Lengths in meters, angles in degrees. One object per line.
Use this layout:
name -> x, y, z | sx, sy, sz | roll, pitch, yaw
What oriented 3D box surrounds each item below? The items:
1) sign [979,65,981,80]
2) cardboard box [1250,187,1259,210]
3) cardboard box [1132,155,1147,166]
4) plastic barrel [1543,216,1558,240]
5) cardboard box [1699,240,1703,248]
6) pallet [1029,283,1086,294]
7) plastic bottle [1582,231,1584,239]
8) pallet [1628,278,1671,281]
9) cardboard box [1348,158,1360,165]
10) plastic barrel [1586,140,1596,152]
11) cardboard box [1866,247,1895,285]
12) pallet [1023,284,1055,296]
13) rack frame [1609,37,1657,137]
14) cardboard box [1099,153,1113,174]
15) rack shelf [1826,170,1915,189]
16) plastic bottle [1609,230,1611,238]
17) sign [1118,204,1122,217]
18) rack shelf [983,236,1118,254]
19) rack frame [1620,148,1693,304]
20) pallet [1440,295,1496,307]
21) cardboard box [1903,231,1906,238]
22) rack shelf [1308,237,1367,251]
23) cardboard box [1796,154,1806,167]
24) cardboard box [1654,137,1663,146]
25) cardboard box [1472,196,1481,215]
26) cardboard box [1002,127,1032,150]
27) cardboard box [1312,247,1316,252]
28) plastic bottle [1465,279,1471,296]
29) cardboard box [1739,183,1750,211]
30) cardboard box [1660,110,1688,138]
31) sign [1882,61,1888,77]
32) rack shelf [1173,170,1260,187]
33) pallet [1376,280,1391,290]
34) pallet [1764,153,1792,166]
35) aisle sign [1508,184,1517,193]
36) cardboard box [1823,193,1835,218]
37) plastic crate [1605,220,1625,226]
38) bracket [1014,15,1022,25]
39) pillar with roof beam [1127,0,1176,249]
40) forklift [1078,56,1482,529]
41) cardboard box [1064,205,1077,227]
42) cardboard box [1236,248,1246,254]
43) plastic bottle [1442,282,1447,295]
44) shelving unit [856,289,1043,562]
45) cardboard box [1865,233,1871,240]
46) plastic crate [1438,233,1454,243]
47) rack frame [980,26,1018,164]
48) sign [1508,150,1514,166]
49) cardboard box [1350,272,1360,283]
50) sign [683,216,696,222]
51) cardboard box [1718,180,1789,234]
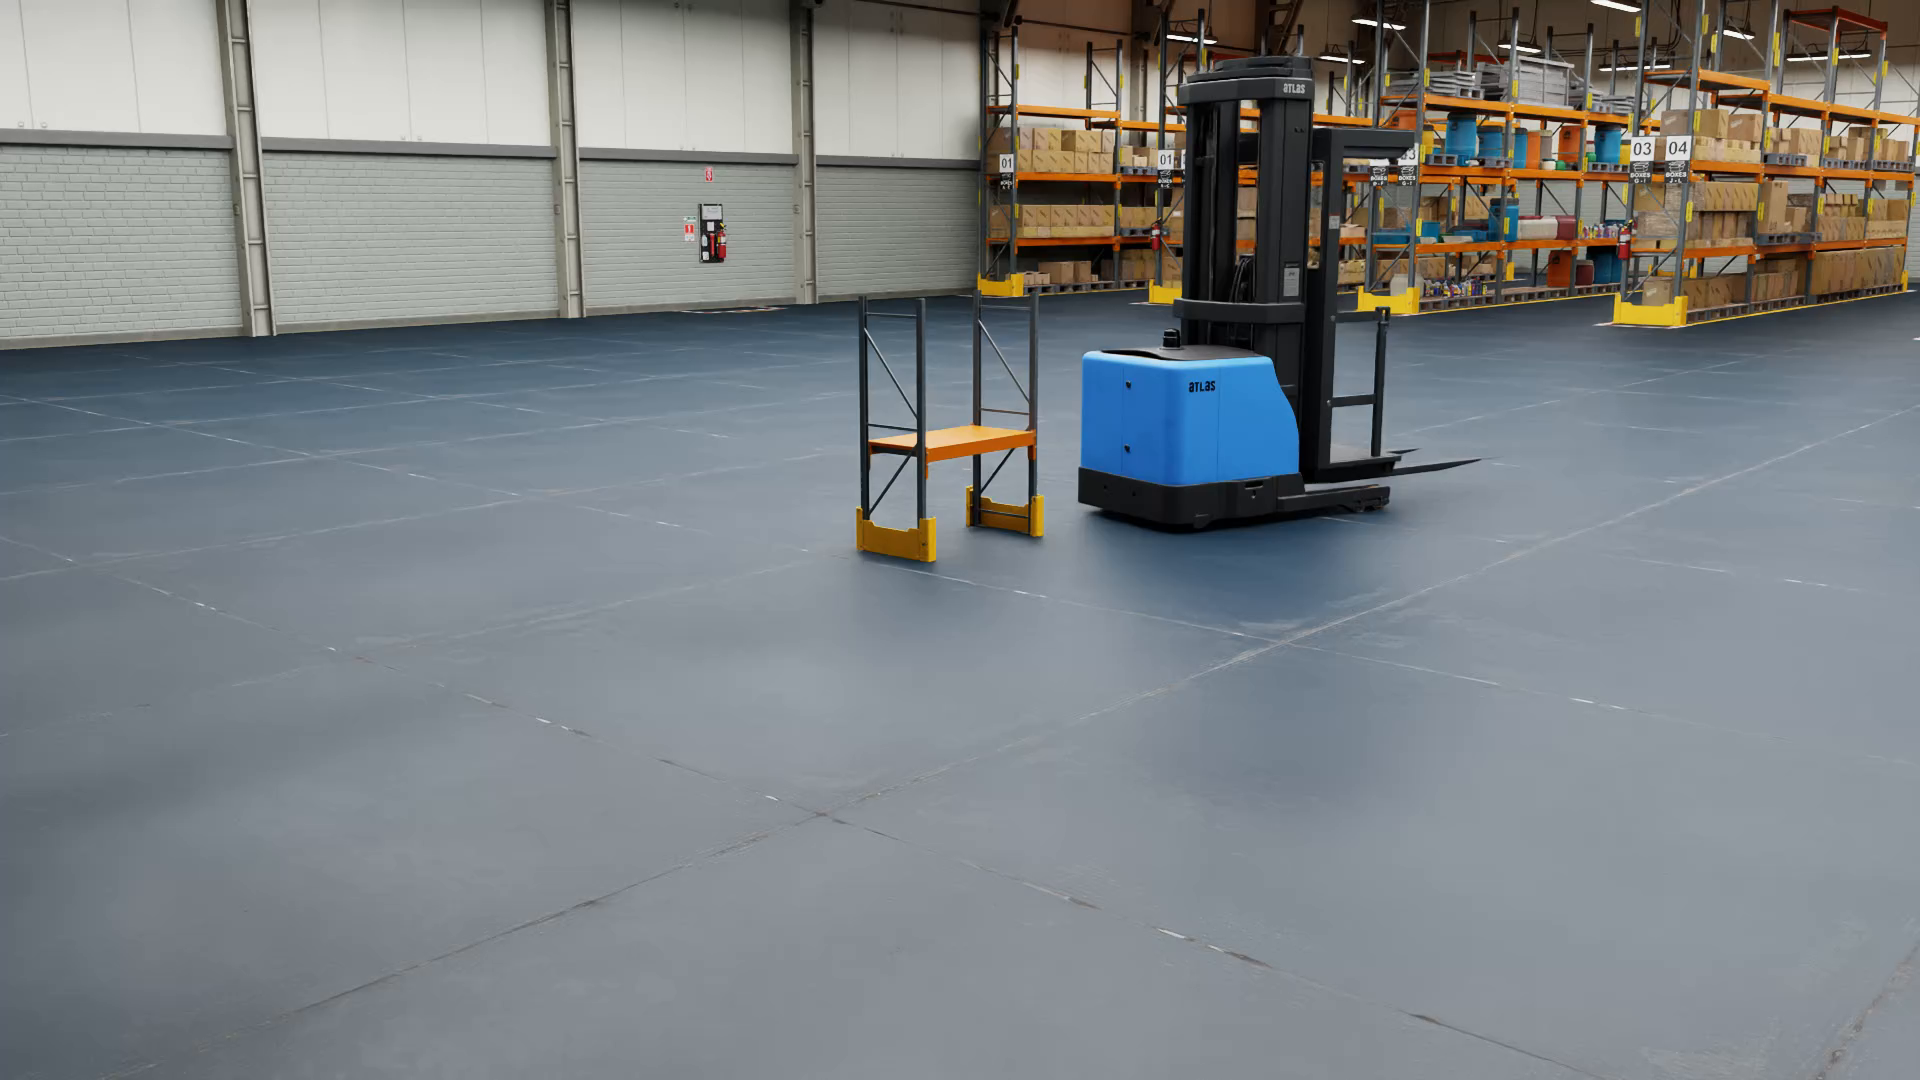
sign -> 0.481, -10.725, 38.146 | 0.100, 0.325, 0.005 | 10, 15, 40
cardboard box -> 6.297, -7.593, 37.000 | 0.700, 0.500, 0.500 | 10, 15, 40
cardboard box -> 4.353, -9.556, 41.892 | 0.500, 0.311, 0.500 | 10, 15, 42
plastic barrel -> 13.089, -6.945, 37.040 | 0.421, 0.512, 0.421 | 0, 11, 0
cardboard box -> 12.920, -5.248, 29.471 | 0.380, 0.149, 0.250 | 10, 15, 40
pallet -> 2.303, -6.110, 40.266 | 1.003, 0.211, 1.213 | 10, 15, 40
plastic bottle -> 14.297, -7.022, 38.215 | 0.097, 0.201, 0.097 | 0, 11, 0
pallet -> 17.510, -6.584, 42.636 | 1.003, 0.211, 1.213 | 10, 15, 40
cardboard box -> 9.300, -9.160, 40.067 | 0.500, 0.250, 0.500 | 10, 15, 42
plastic barrel -> 14.665, -9.093, 39.002 | 0.433, 0.535, 0.433 | 0, 11, 0
cardboard box -> 21.646, -6.532, 39.607 | 0.875, 0.875, 0.875 | 10, 15, 40
pallet -> 1.498, -5.932, 39.371 | 1.003, 0.211, 1.213 | 10, 15, 40
rack frame -> 16.248, -10.600, 40.305 | 1.000, 3.000, 0.127 | 10, 15, 40
cardboard box -> 3.376, -9.185, 40.574 | 0.500, 0.500, 0.500 | 10, 15, 42
rack shelf -> 21.289, -8.430, 38.937 | 1.077, 0.370, 4.000 | 10, 15, 40
plastic bottle -> 15.359, -7.258, 39.399 | 0.097, 0.201, 0.097 | 0, 11, 0
sign -> 3.938, -8.117, 40.983 | 0.100, 0.325, 0.005 | 10, 15, 40
rack shelf -> 2.205, -7.115, 40.010 | 1.077, 0.370, 4.000 | 10, 15, 40
rack frame -> 12.047, -5.252, 28.847 | 1.000, 3.000, 0.127 | 10, 15, 40
pallet -> 10.493, -5.020, 34.805 | 1.003, 0.211, 1.213 | 10, 15, 40
cardboard box -> 22.621, -7.388, 40.182 | 0.380, 0.149, 0.250 | 10, 15, 41
rack shelf -> 8.569, -7.063, 39.753 | 1.077, 0.370, 4.000 | 10, 15, 40
cardboard box -> 16.548, -7.576, 33.210 | 0.500, 0.250, 0.500 | 10, 15, 42
cardboard box -> 11.996, -6.926, 28.936 | 0.380, 0.149, 0.250 | 10, 15, 40
cardboard box -> 13.732, -9.023, 44.918 | 0.500, 0.500, 0.500 | 9, 15, 39
cardboard box -> 1.322, -9.219, 38.190 | 0.500, 0.500, 0.500 | 8, 14, 36
cardboard box -> 10.325, -8.605, 49.288 | 0.380, 0.149, 0.250 | 10, 15, 41
plastic bottle -> 10.419, -5.190, 34.176 | 0.144, 0.351, 0.185 | 10, 15, 40
cardboard box -> 14.268, -6.350, 30.778 | 0.500, 0.500, 0.500 | 10, 15, 40
cardboard box -> 12.880, -7.424, 29.771 | 0.500, 0.500, 0.500 | 10, 15, 40
sign -> 20.384, -10.388, 36.658 | 0.100, 0.325, 0.005 | 10, 15, 40
rack shelf -> 5.929, -7.946, 36.513 | 1.077, 0.370, 4.000 | 10, 15, 40
pallet -> 10.411, -6.448, 41.954 | 1.003, 0.211, 1.213 | 10, 15, 40
pallet -> 15.175, -7.296, 31.904 | 1.213, 0.211, 1.003 | 10, 15, 40
aisle sign -> 15.445, -10.132, 46.646 | 0.394, 0.787, 0.004 | 10, 15, 40
cardboard box -> 18.255, -7.171, 35.639 | 0.797, 0.503, 0.637 | 10, 15, 42
plastic crate -> 16.300, -7.792, 41.453 | 0.392, 0.384, 0.575 | 10, 15, 40
bracket -> 1.238, -12.110, 38.678 | 0.235, 0.232, 0.430 | 10, 15, 40
pillar with roof beam -> 7.892, -10.656, 40.588 | 9.100, 9.000, 0.548 | 10, 15, 40
forklift -> 2.310, -1.701, 11.243 | 3.031, 2.935, 1.130 | -7, 13, -31
cardboard box -> 2.437, -7.733, 39.685 | 0.500, 0.500, 0.500 | 10, 15, 42
cardboard box -> 7.333, -7.721, 45.627 | 0.750, 0.750, 0.750 | 10, 15, 40
plastic bottle -> 10.118, -5.257, 34.713 | 0.097, 0.271, 0.097 | 0, 11, 0
shelving unit -> -0.050, -0.724, 10.008 | 0.587, 1.500, 1.083 | 10, 15, 40
cardboard box -> 20.414, -6.895, 37.714 | 0.380, 0.149, 0.250 | 10, 15, 40
plastic crate -> 9.859, -6.214, 34.204 | 0.450, 0.188, 0.662 | 10, 15, 40
rack frame -> 0.885, -10.115, 37.879 | 1.000, 3.000, 0.127 | 10, 15, 40
sign -> 11.373, -7.883, 34.341 | 0.100, 0.325, 0.005 | 10, 15, 40
cardboard box -> 9.388, -6.383, 40.456 | 0.500, 0.250, 0.500 | 10, 15, 40
sign -> -5.356, -6.355, 32.929 | 0.001, 0.109, 0.331 | 10, 15, 40
cardboard box -> 15.317, -6.439, 32.189 | 1.000, 1.000, 1.000 | 10, 15, 41
